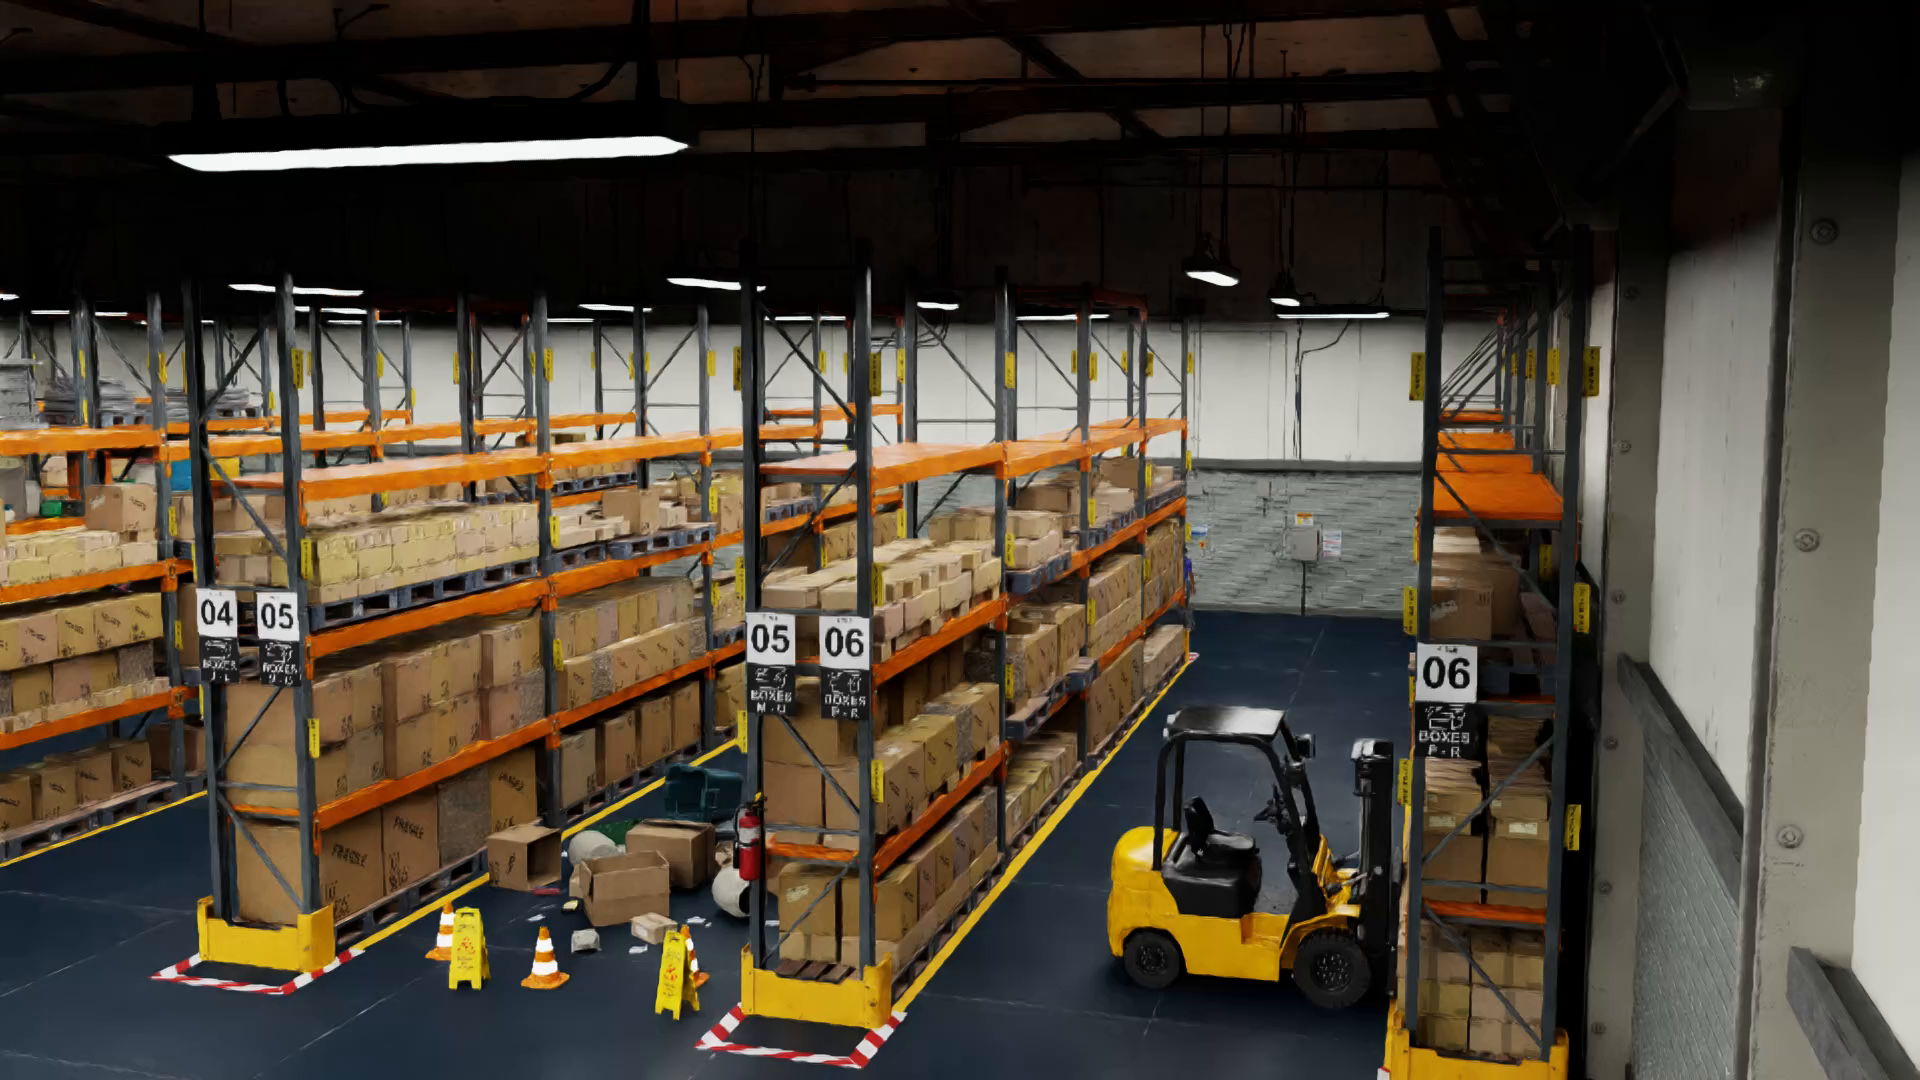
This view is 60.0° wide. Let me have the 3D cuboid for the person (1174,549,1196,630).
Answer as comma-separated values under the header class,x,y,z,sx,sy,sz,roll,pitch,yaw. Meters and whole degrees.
class,x,y,z,sx,sy,sz,roll,pitch,yaw
person,4.173,0.874,30.969,0.473,1.641,0.571,-2,7,-16
